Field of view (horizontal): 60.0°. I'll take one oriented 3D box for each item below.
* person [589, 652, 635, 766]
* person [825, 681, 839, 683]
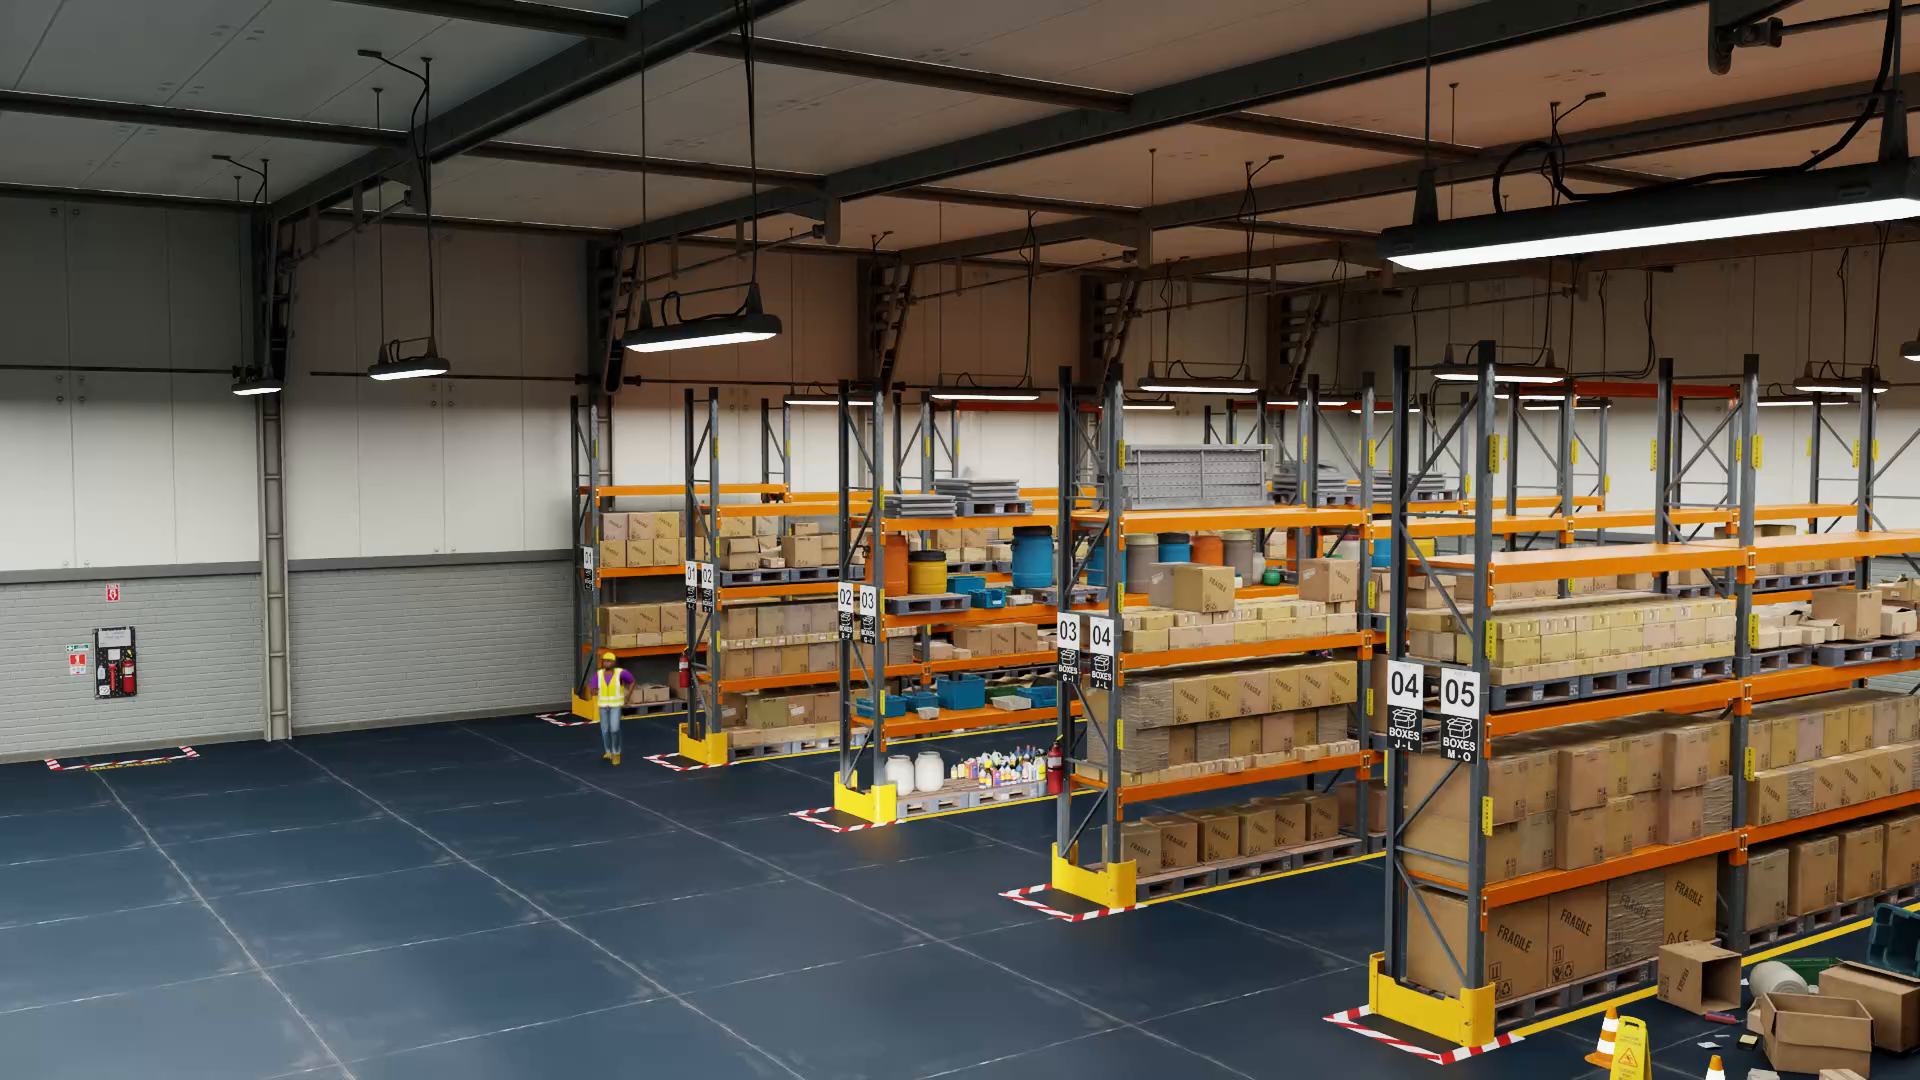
[{"bbox_3d":[-5.573,2.698,26.508,0.679,1.823,0.722,0,3,5],"label":"person"},{"bbox_3d":[-2.400,2.537,30.693,0.624,1.600,0.645,-3,5,-44],"label":"person"}]
